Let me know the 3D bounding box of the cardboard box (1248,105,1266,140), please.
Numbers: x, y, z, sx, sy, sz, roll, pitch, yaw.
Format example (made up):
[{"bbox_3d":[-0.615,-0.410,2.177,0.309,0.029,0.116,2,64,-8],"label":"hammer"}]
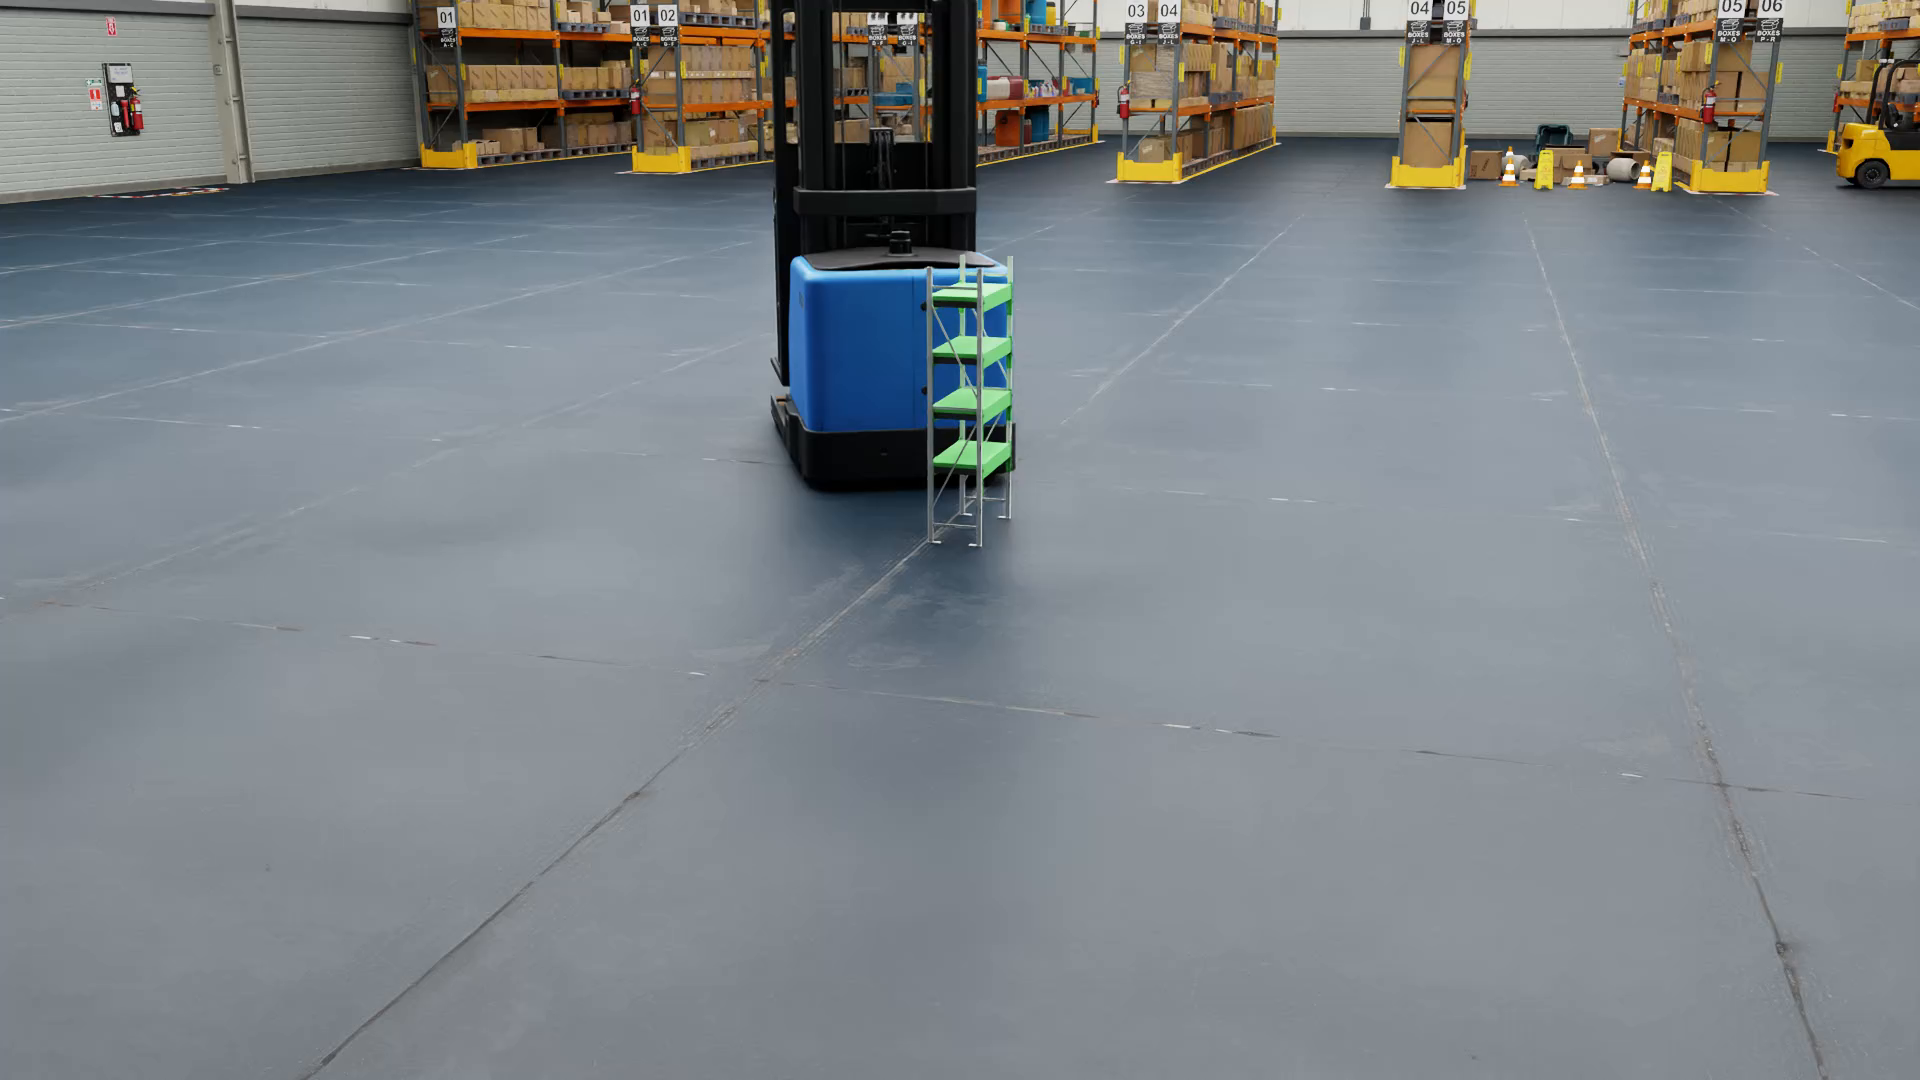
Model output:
[{"bbox_3d":[7.424,-10.835,43.157,0.875,0.875,0.875,5,16,16],"label":"cardboard box"}]

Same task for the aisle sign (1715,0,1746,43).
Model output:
[{"bbox_3d":[12.700,-8.602,27.396,0.394,0.787,0.004,5,16,16],"label":"aisle sign"}]

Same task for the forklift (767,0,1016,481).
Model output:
[{"bbox_3d":[-0.501,-2.054,9.201,1.130,2.935,3.031,-3,16,-10],"label":"forklift"}]

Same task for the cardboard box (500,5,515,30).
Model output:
[{"bbox_3d":[-9.956,-11.251,35.781,0.500,0.500,0.500,6,17,19],"label":"cardboard box"}]

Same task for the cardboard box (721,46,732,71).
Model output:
[{"bbox_3d":[-5.271,-10.222,35.310,0.700,0.500,0.500,5,16,16],"label":"cardboard box"}]

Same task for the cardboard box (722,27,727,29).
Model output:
[{"bbox_3d":[-6.736,-14.319,46.141,0.500,0.250,0.500,4,16,15],"label":"cardboard box"}]

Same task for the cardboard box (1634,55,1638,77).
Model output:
[{"bbox_3d":[16.563,-11.425,40.096,0.500,0.500,0.500,5,17,17],"label":"cardboard box"}]

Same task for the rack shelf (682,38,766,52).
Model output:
[{"bbox_3d":[-6.775,-14.026,47.103,1.077,0.370,4.000,5,16,16],"label":"rack shelf"}]

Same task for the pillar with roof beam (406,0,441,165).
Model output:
[{"bbox_3d":[-7.256,-12.069,33.388,9.100,9.000,0.400,5,16,16],"label":"pillar with roof beam"}]

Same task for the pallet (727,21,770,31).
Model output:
[{"bbox_3d":[-4.628,-11.512,37.274,0.805,0.209,1.217,4,16,14],"label":"pallet"}]

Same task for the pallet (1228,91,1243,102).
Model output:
[{"bbox_3d":[5.667,-9.920,37.157,1.213,0.211,1.003,5,16,16],"label":"pallet"}]

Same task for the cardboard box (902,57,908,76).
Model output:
[{"bbox_3d":[-1.750,-13.058,45.853,0.500,0.500,0.500,5,17,18],"label":"cardboard box"}]

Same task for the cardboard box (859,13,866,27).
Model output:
[{"bbox_3d":[-2.806,-13.638,43.280,0.600,0.600,0.600,3,16,11],"label":"cardboard box"}]

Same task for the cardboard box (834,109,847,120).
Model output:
[{"bbox_3d":[-3.248,-11.023,43.096,0.500,0.250,0.500,5,16,16],"label":"cardboard box"}]

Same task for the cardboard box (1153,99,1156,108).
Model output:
[{"bbox_3d":[3.449,-8.149,31.022,0.380,0.149,0.250,5,16,16],"label":"cardboard box"}]

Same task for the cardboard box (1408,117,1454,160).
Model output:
[{"bbox_3d":[9.112,-7.770,32.350,0.875,0.875,0.875,5,17,17],"label":"cardboard box"}]

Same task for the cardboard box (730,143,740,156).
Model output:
[{"bbox_3d":[-5.068,-8.408,35.746,0.500,0.250,0.500,5,16,16],"label":"cardboard box"}]

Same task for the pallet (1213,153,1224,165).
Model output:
[{"bbox_3d":[5.195,-8.343,36.356,1.003,0.211,1.213,5,16,16],"label":"pallet"}]

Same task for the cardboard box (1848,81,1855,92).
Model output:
[{"bbox_3d":[21.631,-10.856,39.835,0.500,0.250,0.500,4,16,15],"label":"cardboard box"}]

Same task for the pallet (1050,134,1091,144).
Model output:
[{"bbox_3d":[3.021,-11.130,46.181,1.003,0.211,1.213,5,16,16],"label":"pallet"}]

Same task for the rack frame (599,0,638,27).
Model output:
[{"bbox_3d":[-8.480,-14.245,41.062,1.000,3.000,0.127,5,16,16],"label":"rack frame"}]

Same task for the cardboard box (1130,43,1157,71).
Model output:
[{"bbox_3d":[3.413,-8.949,30.823,0.500,0.500,0.500,5,16,16],"label":"cardboard box"}]

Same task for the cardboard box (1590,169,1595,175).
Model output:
[{"bbox_3d":[11.843,-7.030,31.627,0.258,0.266,0.396,-7,17,-23],"label":"cardboard box"}]

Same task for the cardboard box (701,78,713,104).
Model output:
[{"bbox_3d":[-5.567,-9.319,34.506,0.700,0.500,0.500,5,17,16],"label":"cardboard box"}]

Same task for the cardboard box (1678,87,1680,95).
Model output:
[{"bbox_3d":[14.014,-8.629,31.946,0.380,0.149,0.250,5,17,17],"label":"cardboard box"}]

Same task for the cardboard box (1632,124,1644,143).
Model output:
[{"bbox_3d":[17.199,-10.080,41.297,0.875,0.438,0.875,5,17,17],"label":"cardboard box"}]

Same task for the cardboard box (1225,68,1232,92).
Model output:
[{"bbox_3d":[5.590,-10.159,36.695,0.700,0.500,0.500,7,17,24],"label":"cardboard box"}]

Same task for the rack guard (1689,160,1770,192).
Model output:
[{"bbox_3d":[13.017,-6.163,28.140,1.175,0.500,0.348,5,16,16],"label":"rack guard"}]

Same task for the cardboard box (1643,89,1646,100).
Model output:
[{"bbox_3d":[15.721,-10.050,37.538,0.500,0.250,0.500,4,16,15],"label":"cardboard box"}]

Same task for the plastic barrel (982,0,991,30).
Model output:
[{"bbox_3d":[0.391,-11.871,37.402,0.600,0.830,0.708,5,16,16],"label":"plastic barrel"}]

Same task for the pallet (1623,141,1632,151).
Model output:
[{"bbox_3d":[17.390,-9.974,42.109,1.003,0.211,1.213,5,16,16],"label":"pallet"}]

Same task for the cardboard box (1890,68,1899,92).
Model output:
[{"bbox_3d":[20.444,-9.901,35.786,0.700,0.500,0.500,5,16,16],"label":"cardboard box"}]

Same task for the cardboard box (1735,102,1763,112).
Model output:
[{"bbox_3d":[13.290,-7.297,28.020,0.380,0.149,0.250,5,16,16],"label":"cardboard box"}]

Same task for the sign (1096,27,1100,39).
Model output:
[{"bbox_3d":[3.824,-14.038,46.020,0.100,0.325,0.005,5,16,16],"label":"sign"}]

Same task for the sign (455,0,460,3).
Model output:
[{"bbox_3d":[-10.233,-11.088,33.824,0.100,0.325,0.005,5,16,16],"label":"sign"}]

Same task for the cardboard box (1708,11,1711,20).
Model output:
[{"bbox_3d":[13.137,-9.047,28.692,0.380,0.149,0.250,4,16,15],"label":"cardboard box"}]

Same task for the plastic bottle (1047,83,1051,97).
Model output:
[{"bbox_3d":[2.208,-11.348,41.931,0.144,0.351,0.185,5,16,16],"label":"plastic bottle"}]

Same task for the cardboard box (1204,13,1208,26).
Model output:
[{"bbox_3d":[4.593,-10.256,32.768,0.500,0.250,0.500,5,17,17],"label":"cardboard box"}]

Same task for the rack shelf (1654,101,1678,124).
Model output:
[{"bbox_3d":[14.700,-8.569,33.362,1.077,0.370,4.000,5,16,16],"label":"rack shelf"}]

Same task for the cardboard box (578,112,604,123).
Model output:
[{"bbox_3d":[-8.998,-10.257,40.396,0.500,0.250,0.500,5,16,16],"label":"cardboard box"}]

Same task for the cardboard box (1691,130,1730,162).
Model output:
[{"bbox_3d":[12.973,-6.815,28.755,0.500,0.500,0.500,5,17,16],"label":"cardboard box"}]

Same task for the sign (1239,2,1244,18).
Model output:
[{"bbox_3d":[6.287,-11.856,37.187,0.100,0.325,0.005,5,16,16],"label":"sign"}]

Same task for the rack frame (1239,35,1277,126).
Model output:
[{"bbox_3d":[8.041,-12.300,45.197,1.000,3.000,0.127,5,16,16],"label":"rack frame"}]

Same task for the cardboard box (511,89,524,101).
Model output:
[{"bbox_3d":[-9.880,-9.708,36.299,0.500,0.250,0.500,5,17,16],"label":"cardboard box"}]

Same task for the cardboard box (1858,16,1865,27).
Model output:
[{"bbox_3d":[21.632,-12.299,39.426,0.500,0.250,0.500,4,16,14],"label":"cardboard box"}]

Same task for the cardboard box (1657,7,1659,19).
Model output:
[{"bbox_3d":[15.325,-11.406,36.026,0.396,0.266,0.258,4,16,14],"label":"cardboard box"}]

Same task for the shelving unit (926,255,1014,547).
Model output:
[{"bbox_3d":[0.047,-0.621,7.318,0.258,1.200,0.503,5,16,16],"label":"shelving unit"}]

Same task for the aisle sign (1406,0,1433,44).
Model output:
[{"bbox_3d":[7.913,-8.958,28.651,0.394,0.787,0.004,5,16,16],"label":"aisle sign"}]

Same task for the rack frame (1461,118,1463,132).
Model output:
[{"bbox_3d":[12.768,-11.889,43.747,1.000,3.000,0.127,5,16,16],"label":"rack frame"}]
